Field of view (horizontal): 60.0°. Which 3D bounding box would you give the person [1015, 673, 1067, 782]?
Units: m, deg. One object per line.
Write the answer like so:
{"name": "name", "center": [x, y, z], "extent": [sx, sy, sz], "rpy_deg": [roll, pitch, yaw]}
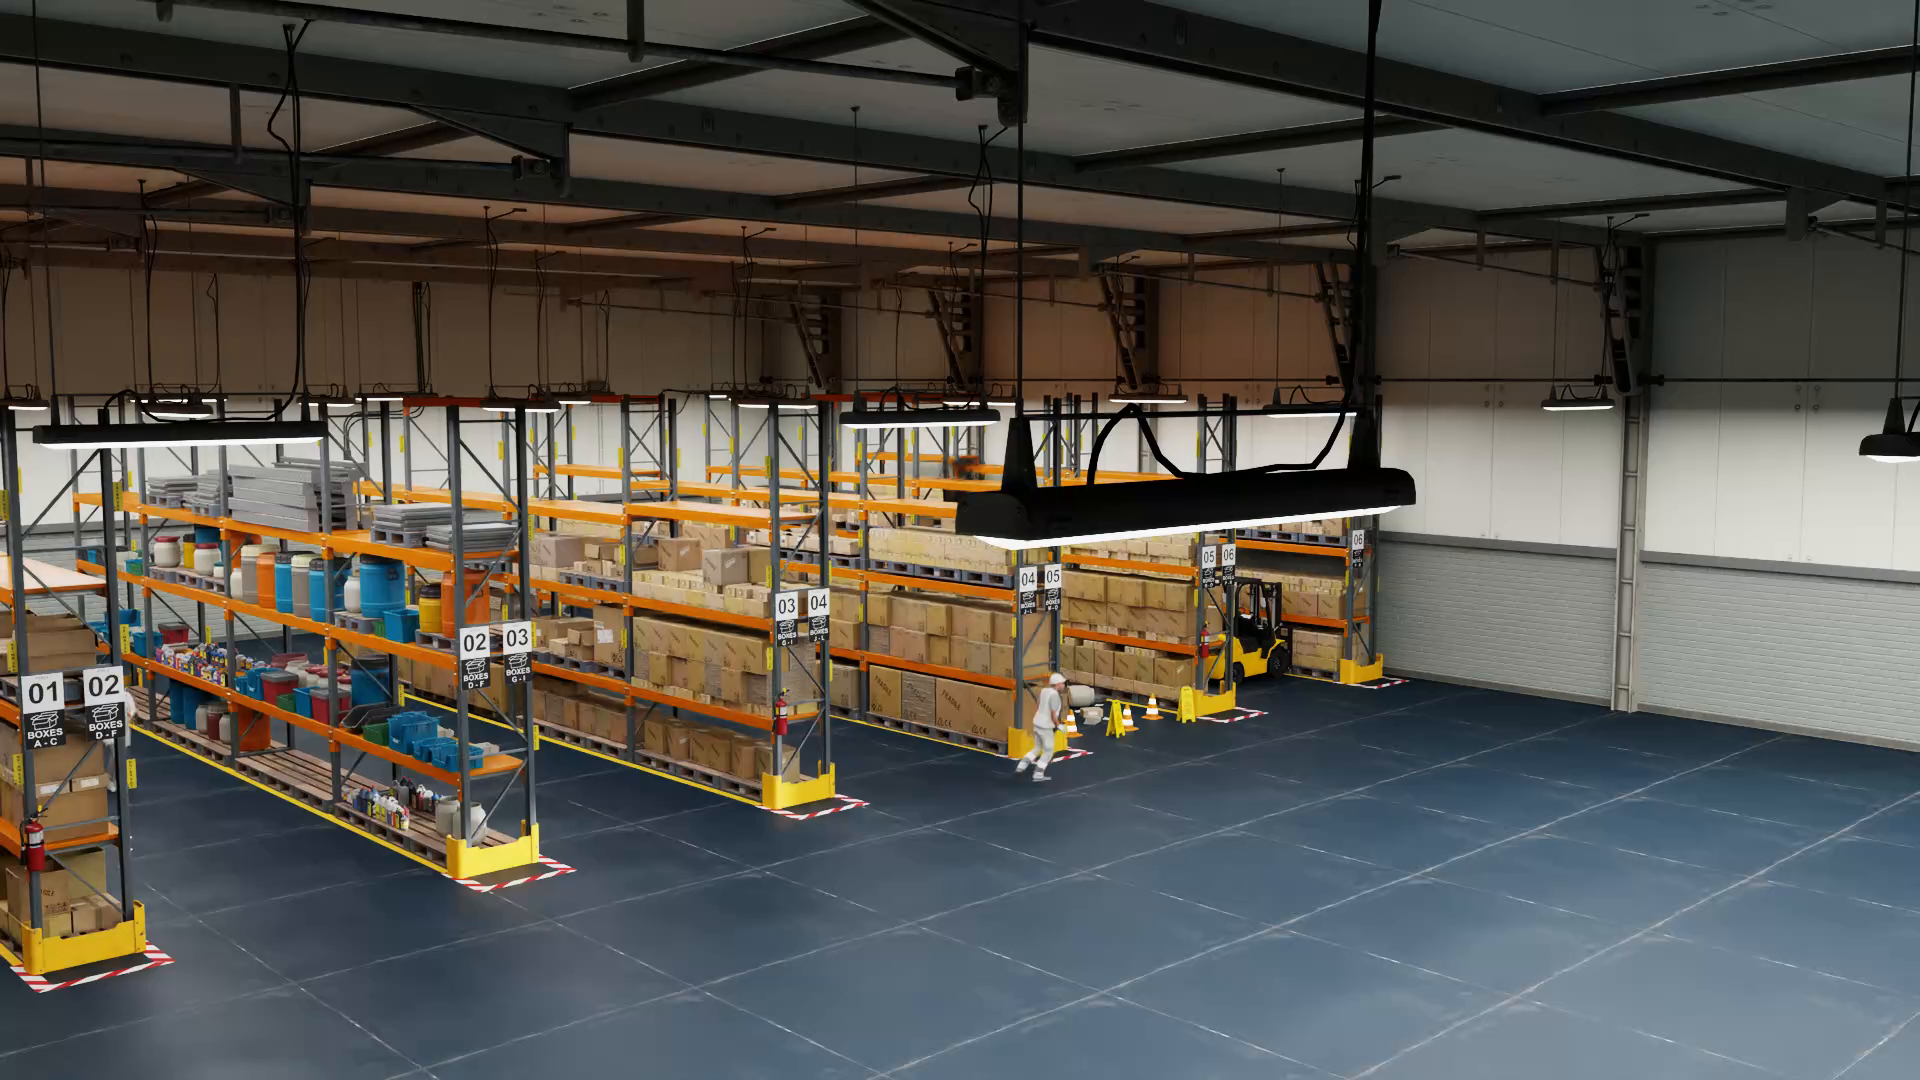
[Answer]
{"name": "person", "center": [1.286, 2.954, 26.135], "extent": [0.786, 1.718, 0.639], "rpy_deg": [-2, 6, -20]}

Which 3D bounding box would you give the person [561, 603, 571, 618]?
{"name": "person", "center": [-10.027, 1.521, 41.719], "extent": [0.541, 1.562, 0.669], "rpy_deg": [3, 6, 28]}

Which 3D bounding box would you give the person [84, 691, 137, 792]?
{"name": "person", "center": [-13.022, 2.976, 25.627], "extent": [0.764, 1.792, 0.697], "rpy_deg": [4, 7, 34]}
